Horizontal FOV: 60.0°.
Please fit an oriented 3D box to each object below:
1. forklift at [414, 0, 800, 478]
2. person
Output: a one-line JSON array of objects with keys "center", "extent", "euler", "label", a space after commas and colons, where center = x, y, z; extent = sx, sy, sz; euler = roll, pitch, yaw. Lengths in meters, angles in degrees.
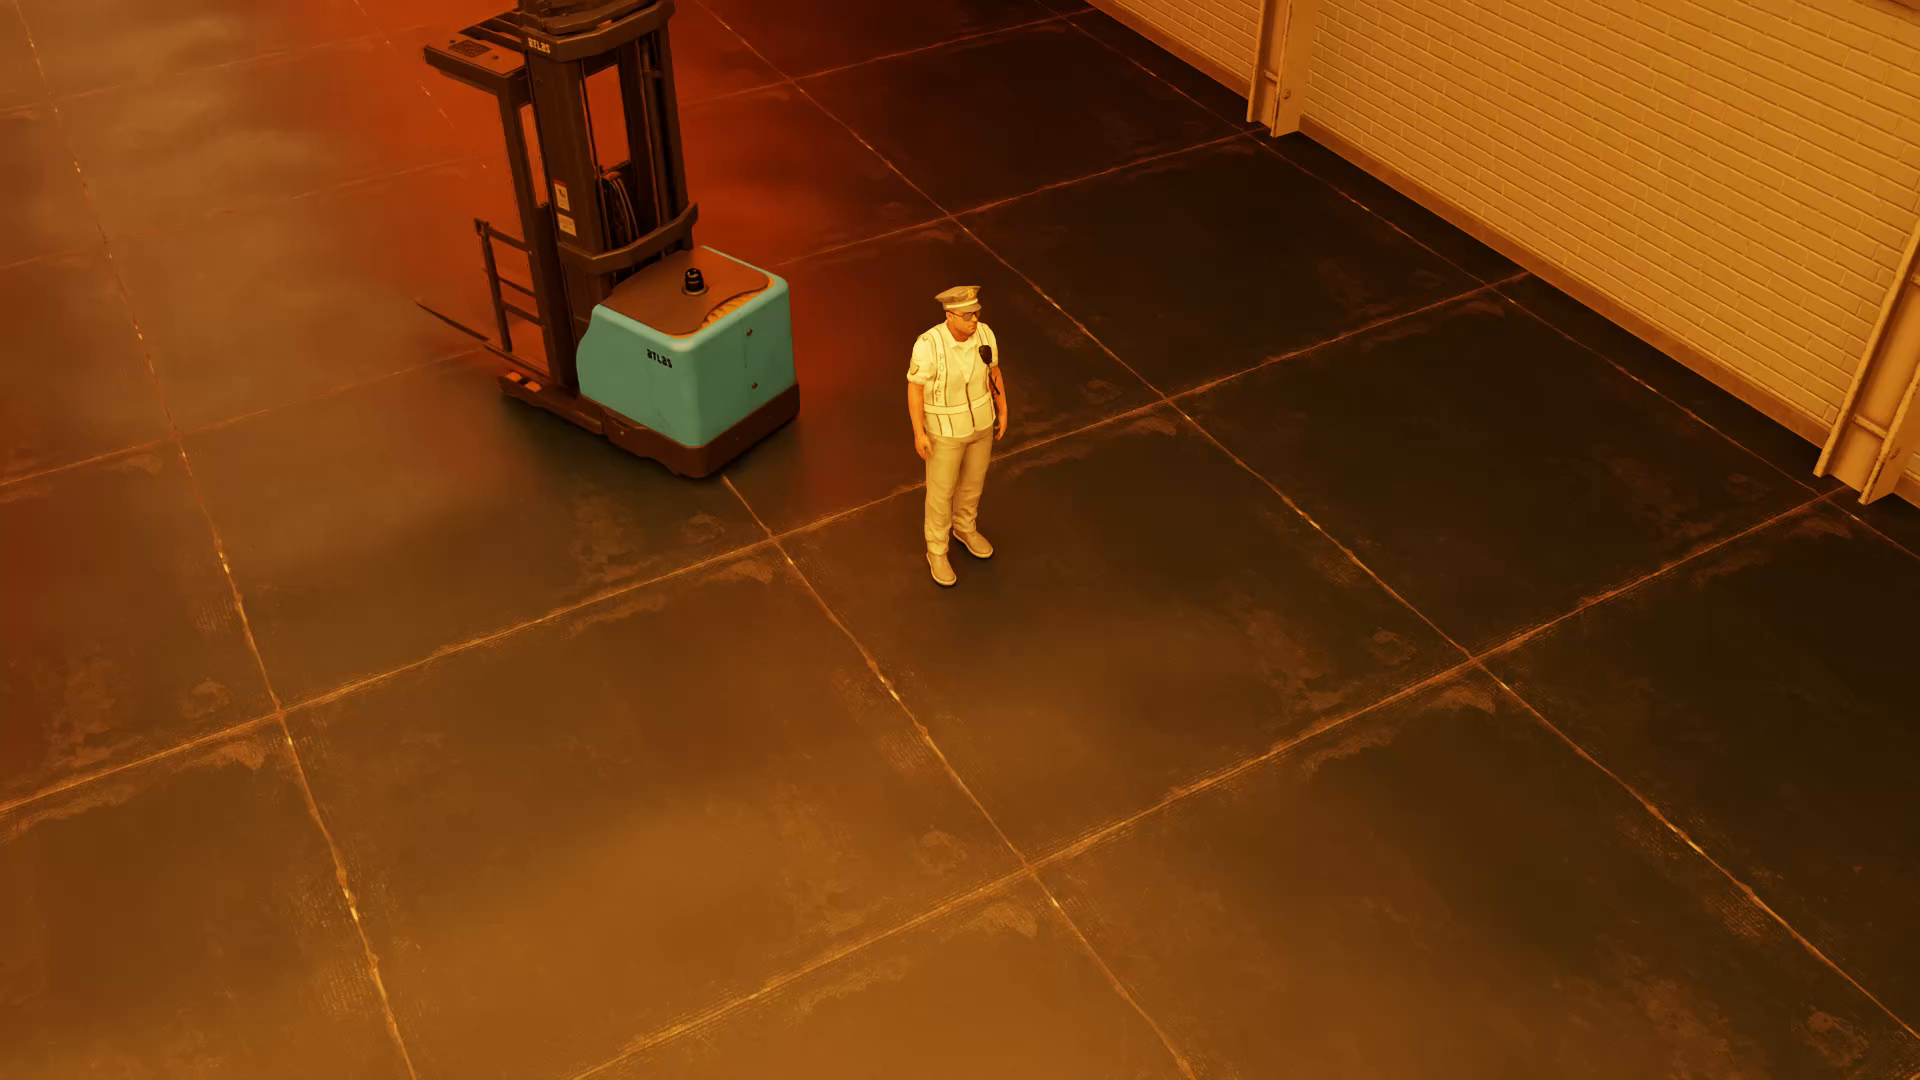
[{"center": [-2.566, -2.292, 10.800], "extent": [3.031, 2.935, 1.130], "euler": [26, 46, 28], "label": "forklift"}, {"center": [0.029, -0.645, 9.702], "extent": [0.641, 1.781, 0.574], "euler": [-20, 44, -23], "label": "person"}]
